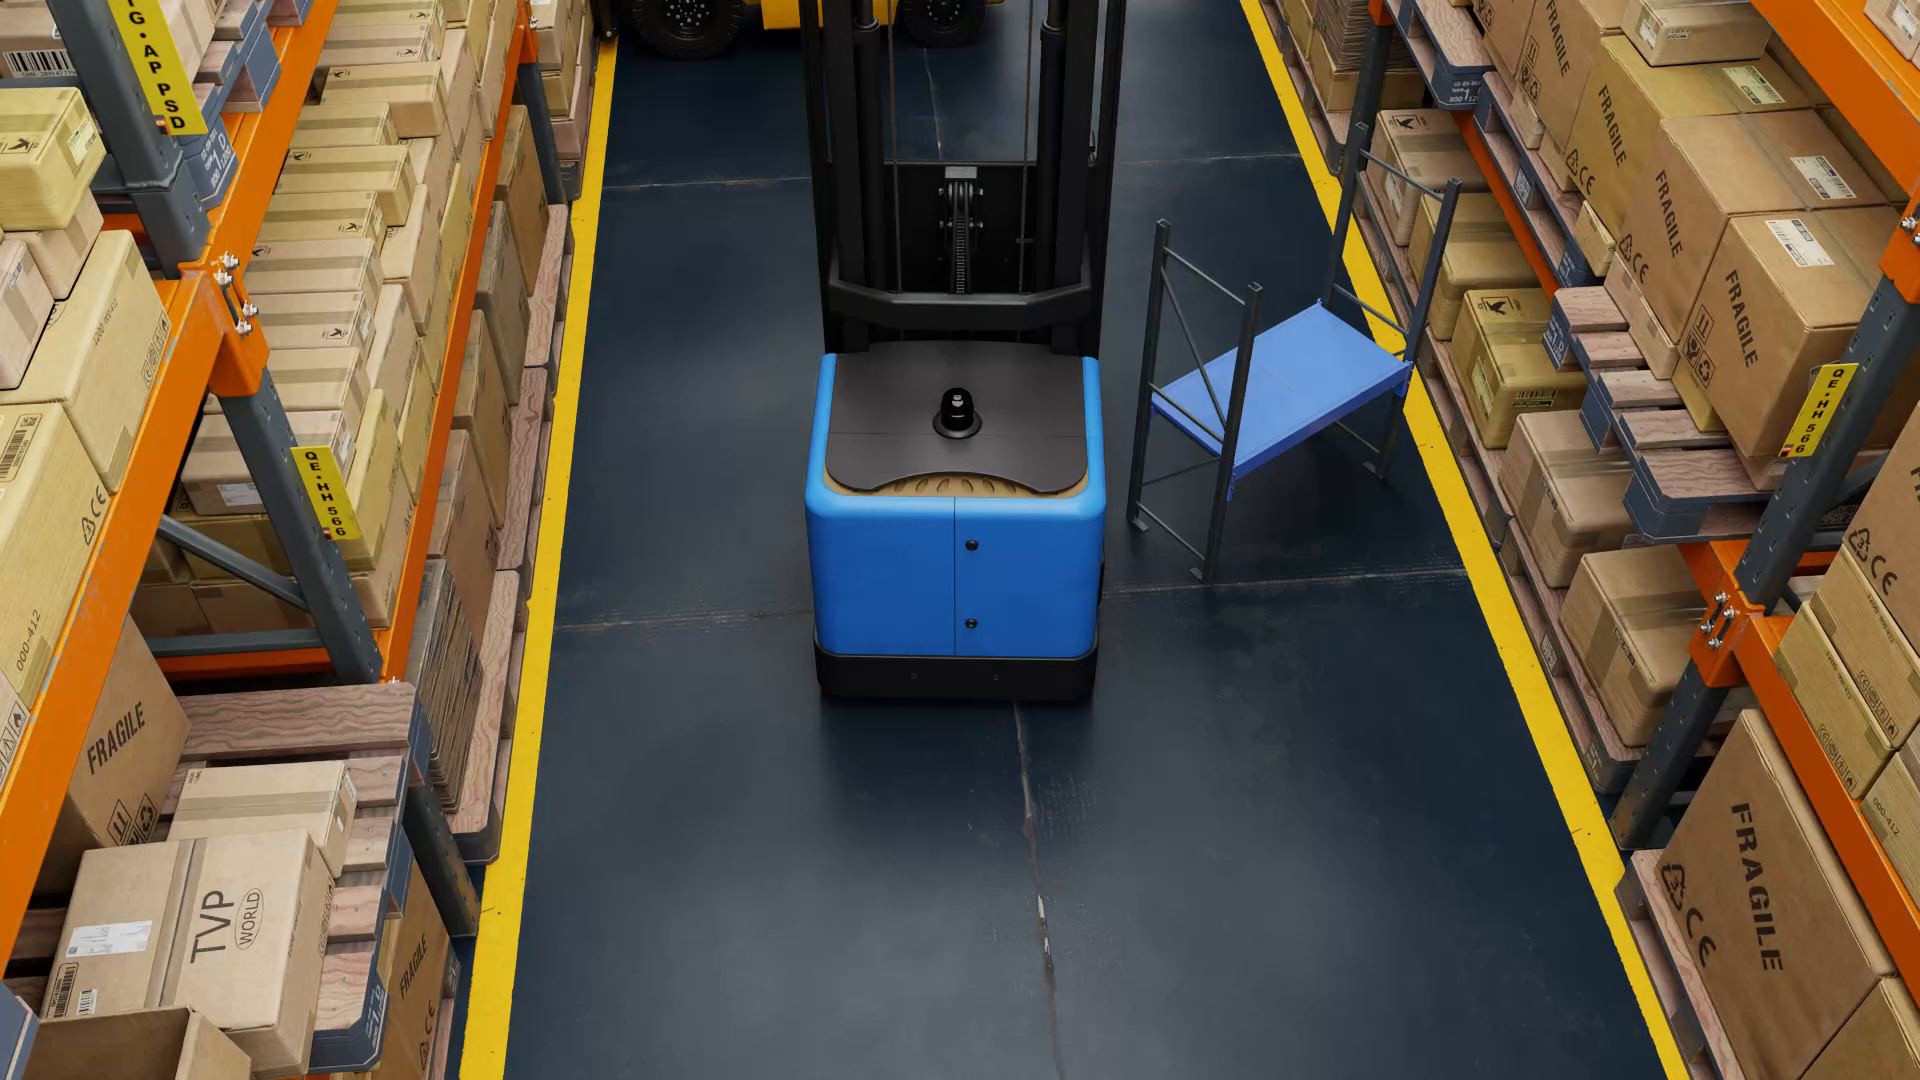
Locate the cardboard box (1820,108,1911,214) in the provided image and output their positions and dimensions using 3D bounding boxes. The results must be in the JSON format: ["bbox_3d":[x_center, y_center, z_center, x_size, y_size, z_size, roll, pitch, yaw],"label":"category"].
[{"bbox_3d":[2.954,-1.006,5.210,0.500,0.500,0.500,-1,47,-1],"label":"cardboard box"}]

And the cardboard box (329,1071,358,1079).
[{"bbox_3d":[-1.809,1.519,4.368,0.380,0.149,0.250,-5,47,-5],"label":"cardboard box"}]

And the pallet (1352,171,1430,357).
[{"bbox_3d":[2.543,-1.380,8.049,1.003,0.211,1.213,-3,47,-3],"label":"pallet"}]

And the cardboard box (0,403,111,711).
[{"bbox_3d":[-1.807,0.036,2.824,0.500,0.250,0.500,-3,47,-3],"label":"cardboard box"}]

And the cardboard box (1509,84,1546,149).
[{"bbox_3d":[2.289,-1.597,6.217,0.380,0.149,0.250,-2,47,-2],"label":"cardboard box"}]

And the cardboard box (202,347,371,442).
[{"bbox_3d":[-1.891,-0.403,4.687,0.380,0.149,0.250,-3,47,-2],"label":"cardboard box"}]

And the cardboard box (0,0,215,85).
[{"bbox_3d":[-1.861,-1.105,3.604,0.380,0.166,0.250,-4,47,-3],"label":"cardboard box"}]

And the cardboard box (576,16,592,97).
[{"bbox_3d":[-2.238,-2.534,8.825,0.500,0.250,0.500,-4,47,-4],"label":"cardboard box"}]

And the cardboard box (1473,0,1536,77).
[{"bbox_3d":[2.300,-2.106,6.252,0.500,0.500,0.500,-4,47,-4],"label":"cardboard box"}]

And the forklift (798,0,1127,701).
[{"bbox_3d":[0.013,-1.462,6.252,1.130,2.935,3.031,1,47,1],"label":"forklift"}]

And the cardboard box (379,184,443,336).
[{"bbox_3d":[-1.995,-0.902,5.434,0.500,0.250,0.500,-5,47,-4],"label":"cardboard box"}]

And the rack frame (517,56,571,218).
[{"bbox_3d":[-2.469,-2.598,7.281,1.000,3.000,0.127,-3,47,-3],"label":"rack frame"}]

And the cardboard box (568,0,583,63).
[{"bbox_3d":[-2.246,-2.702,8.640,0.500,0.250,0.500,-4,47,-4],"label":"cardboard box"}]

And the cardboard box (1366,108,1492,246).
[{"bbox_3d":[2.523,-1.764,8.012,0.950,0.372,0.625,-3,47,-3],"label":"cardboard box"}]

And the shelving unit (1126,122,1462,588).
[{"bbox_3d":[1.263,-0.700,6.516,1.048,1.500,0.538,-29,53,-25],"label":"shelving unit"}]

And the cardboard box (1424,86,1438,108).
[{"bbox_3d":[2.696,-2.545,8.835,0.500,0.250,0.500,-5,47,-5],"label":"cardboard box"}]

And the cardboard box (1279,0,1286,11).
[{"bbox_3d":[2.067,-3.266,9.518,0.500,0.250,0.500,-3,47,-3],"label":"cardboard box"}]

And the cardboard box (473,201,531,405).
[{"bbox_3d":[-2.357,-0.987,7.102,0.875,0.625,0.625,-4,47,-4],"label":"cardboard box"}]

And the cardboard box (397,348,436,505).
[{"bbox_3d":[-1.965,-0.353,5.258,0.500,0.250,0.500,-4,47,-4],"label":"cardboard box"}]

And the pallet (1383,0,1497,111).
[{"bbox_3d":[2.396,-2.275,7.107,1.003,0.211,1.213,-3,47,-3],"label":"pallet"}]

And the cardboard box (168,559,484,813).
[{"bbox_3d":[-2.173,0.516,5.678,0.875,0.625,0.625,-2,47,-2],"label":"cardboard box"}]

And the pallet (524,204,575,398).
[{"bbox_3d":[-2.369,-1.109,7.791,1.003,0.211,1.213,-3,47,-3],"label":"pallet"}]

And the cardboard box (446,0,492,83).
[{"bbox_3d":[-2.123,-2.007,6.480,0.500,0.250,0.500,-5,47,-4],"label":"cardboard box"}]

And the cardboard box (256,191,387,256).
[{"bbox_3d":[-2.024,-0.956,5.210,0.380,0.149,0.250,-3,47,-3],"label":"cardboard box"}]

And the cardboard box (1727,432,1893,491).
[{"bbox_3d":[2.550,-0.289,4.978,0.380,0.149,0.250,-2,47,-2],"label":"cardboard box"}]

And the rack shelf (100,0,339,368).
[{"bbox_3d":[-2.302,-1.935,5.083,1.077,0.370,4.000,-3,47,-3],"label":"rack shelf"}]

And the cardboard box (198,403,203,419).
[{"bbox_3d":[-2.494,-0.502,5.055,0.500,0.250,0.500,-3,47,-3],"label":"cardboard box"}]

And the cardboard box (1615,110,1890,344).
[{"bbox_3d":[2.442,-0.975,5.181,0.500,0.500,0.500,-4,47,-4],"label":"cardboard box"}]

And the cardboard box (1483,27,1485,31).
[{"bbox_3d":[2.320,-2.160,6.750,0.380,0.149,0.250,-1,47,-1],"label":"cardboard box"}]

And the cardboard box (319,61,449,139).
[{"bbox_3d":[-1.984,-1.512,5.737,0.380,0.149,0.250,-5,47,-4],"label":"cardboard box"}]

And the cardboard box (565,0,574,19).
[{"bbox_3d":[-2.230,-2.881,8.465,0.500,0.250,0.500,-3,47,-3],"label":"cardboard box"}]

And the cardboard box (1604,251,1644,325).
[{"bbox_3d":[2.376,-0.841,5.501,0.380,0.149,0.250,-5,47,-5],"label":"cardboard box"}]

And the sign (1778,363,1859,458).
[{"bbox_3d":[2.272,-0.340,4.399,0.100,0.325,0.005,-3,47,-3],"label":"sign"}]

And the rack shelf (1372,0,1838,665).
[{"bbox_3d":[2.644,-1.208,6.460,1.077,0.370,4.000,-3,47,-3],"label":"rack shelf"}]

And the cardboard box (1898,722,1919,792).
[{"bbox_3d":[2.650,0.627,3.986,0.500,0.250,0.500,-2,47,-2],"label":"cardboard box"}]

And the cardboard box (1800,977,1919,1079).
[{"bbox_3d":[2.857,1.728,4.358,0.875,0.875,0.875,-3,47,-3],"label":"cardboard box"}]

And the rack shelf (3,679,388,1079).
[{"bbox_3d":[-1.967,1.990,3.431,1.077,0.370,4.000,-3,47,-3],"label":"rack shelf"}]

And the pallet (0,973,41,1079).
[{"bbox_3d":[-1.874,0.997,1.940,1.213,0.211,1.003,-3,47,-3],"label":"pallet"}]

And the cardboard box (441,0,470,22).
[{"bbox_3d":[-2.058,-2.074,6.269,0.380,0.149,0.250,-5,47,-5],"label":"cardboard box"}]

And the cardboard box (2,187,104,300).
[{"bbox_3d":[-1.865,-0.579,3.132,0.380,0.149,0.250,-3,47,-2],"label":"cardboard box"}]

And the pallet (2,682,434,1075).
[{"bbox_3d":[-2.008,0.848,4.150,1.213,0.211,1.003,-3,47,-3],"label":"pallet"}]

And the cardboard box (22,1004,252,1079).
[{"bbox_3d":[-1.814,1.286,3.243,0.797,0.503,0.637,-4,47,-4],"label":"cardboard box"}]

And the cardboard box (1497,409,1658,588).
[{"bbox_3d":[2.704,-0.192,6.523,0.950,0.372,0.625,-4,47,-4],"label":"cardboard box"}]

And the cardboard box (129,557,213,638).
[{"bbox_3d":[-2.427,0.038,4.888,0.500,0.250,0.500,-4,47,-4],"label":"cardboard box"}]

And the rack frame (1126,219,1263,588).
[{"bbox_3d":[0.861,-0.474,6.303,0.032,1.500,0.500,-29,53,-25],"label":"rack frame"}]

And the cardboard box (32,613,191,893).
[{"bbox_3d":[-2.247,0.499,3.990,0.500,0.500,0.500,-2,47,-1],"label":"cardboard box"}]

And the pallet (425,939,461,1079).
[{"bbox_3d":[-2.110,1.797,5.039,1.003,0.211,1.213,-3,47,-3],"label":"pallet"}]

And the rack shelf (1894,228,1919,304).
[{"bbox_3d":[2.979,0.654,2.630,1.077,0.370,4.000,-3,47,-3],"label":"rack shelf"}]

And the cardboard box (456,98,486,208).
[{"bbox_3d":[-2.108,-1.473,6.319,0.500,0.250,0.500,-3,47,-3],"label":"cardboard box"}]
